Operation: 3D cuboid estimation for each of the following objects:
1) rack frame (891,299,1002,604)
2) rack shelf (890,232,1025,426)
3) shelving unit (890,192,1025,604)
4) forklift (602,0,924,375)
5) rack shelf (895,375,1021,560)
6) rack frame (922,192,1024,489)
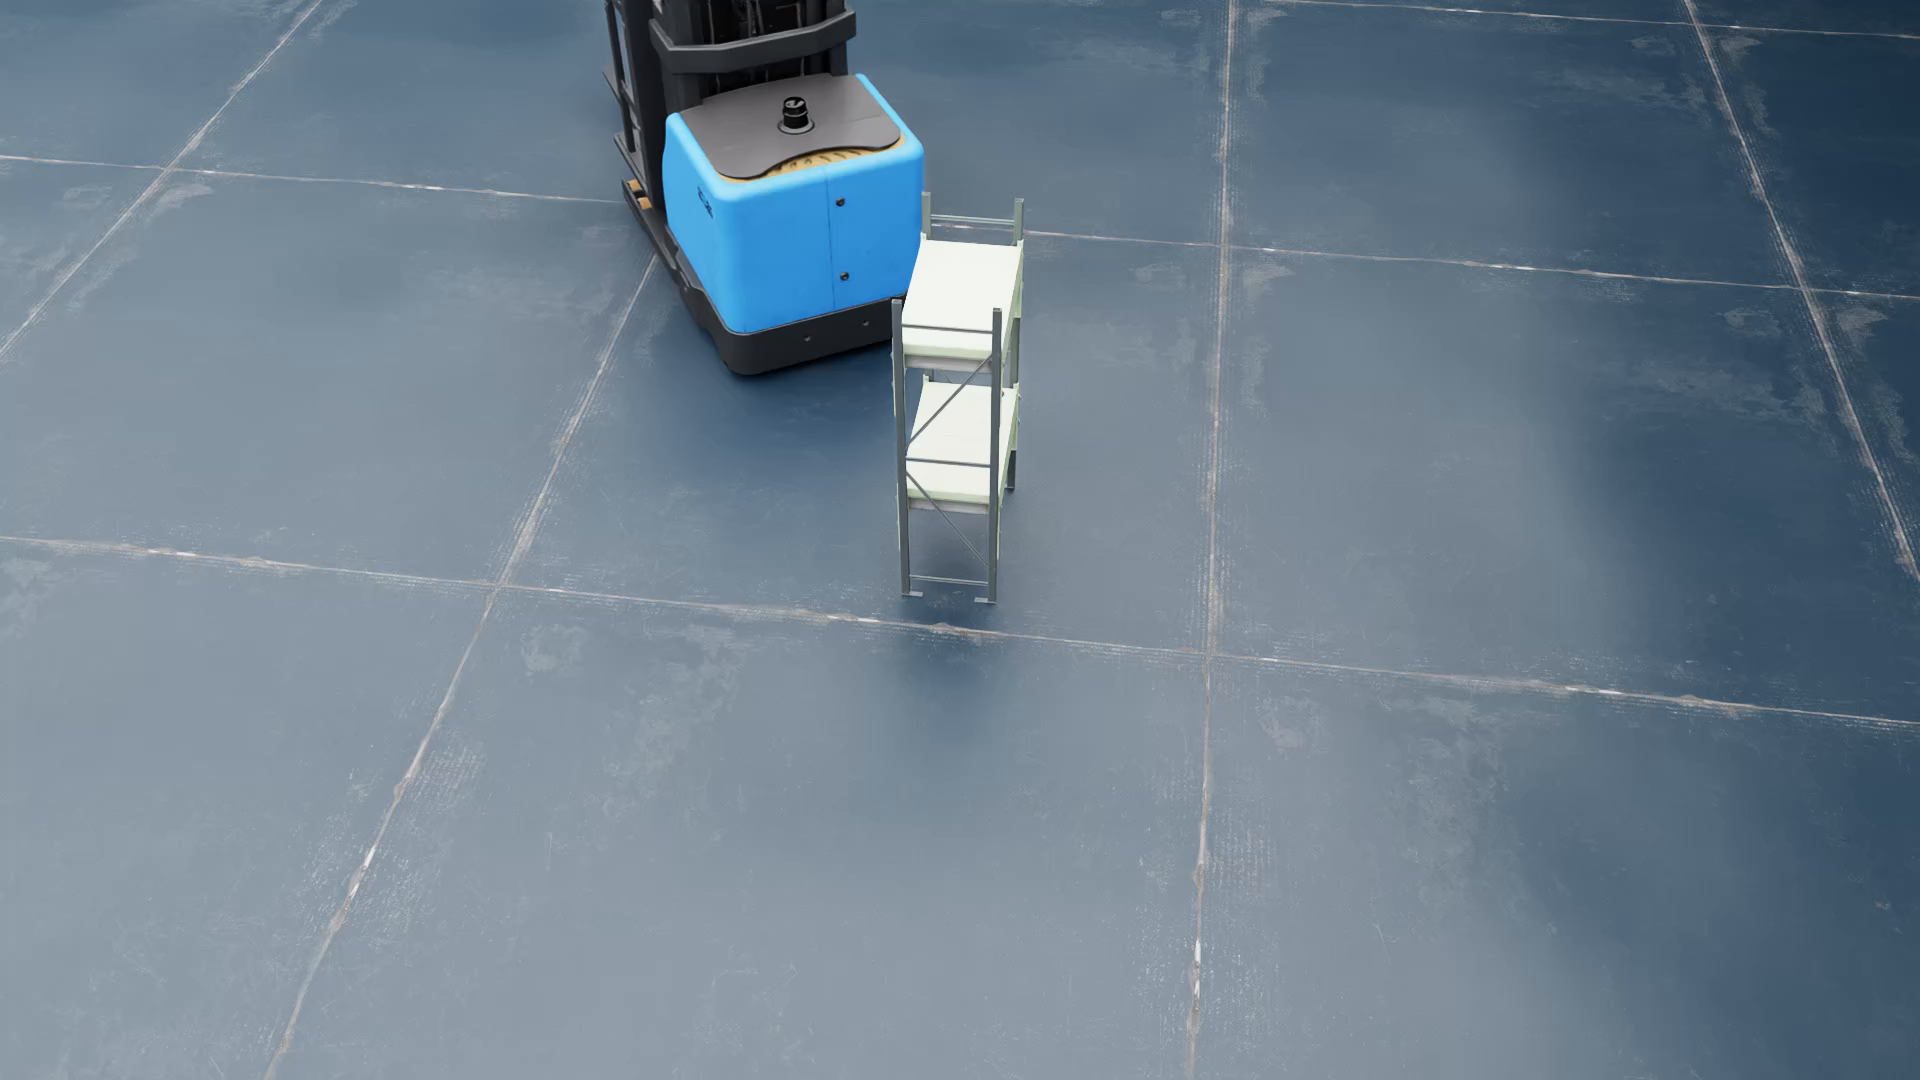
[{"bbox_3d":[-0.048,-0.300,6.498,0.400,1.500,0.023,5,44,6],"label":"rack frame"},{"bbox_3d":[0.001,-0.833,6.493,0.431,0.370,0.720,5,44,6],"label":"rack shelf"},{"bbox_3d":[0.001,-0.549,6.761,0.431,1.500,0.755,5,44,6],"label":"shelving unit"},{"bbox_3d":[-1.213,-2.880,8.182,1.130,2.935,3.031,-17,46,-17],"label":"forklift"},{"bbox_3d":[0.001,-0.312,6.985,0.431,0.370,0.720,5,44,6],"label":"rack shelf"},{"bbox_3d":[0.049,-0.799,7.025,0.400,1.500,0.023,5,44,6],"label":"rack frame"}]
